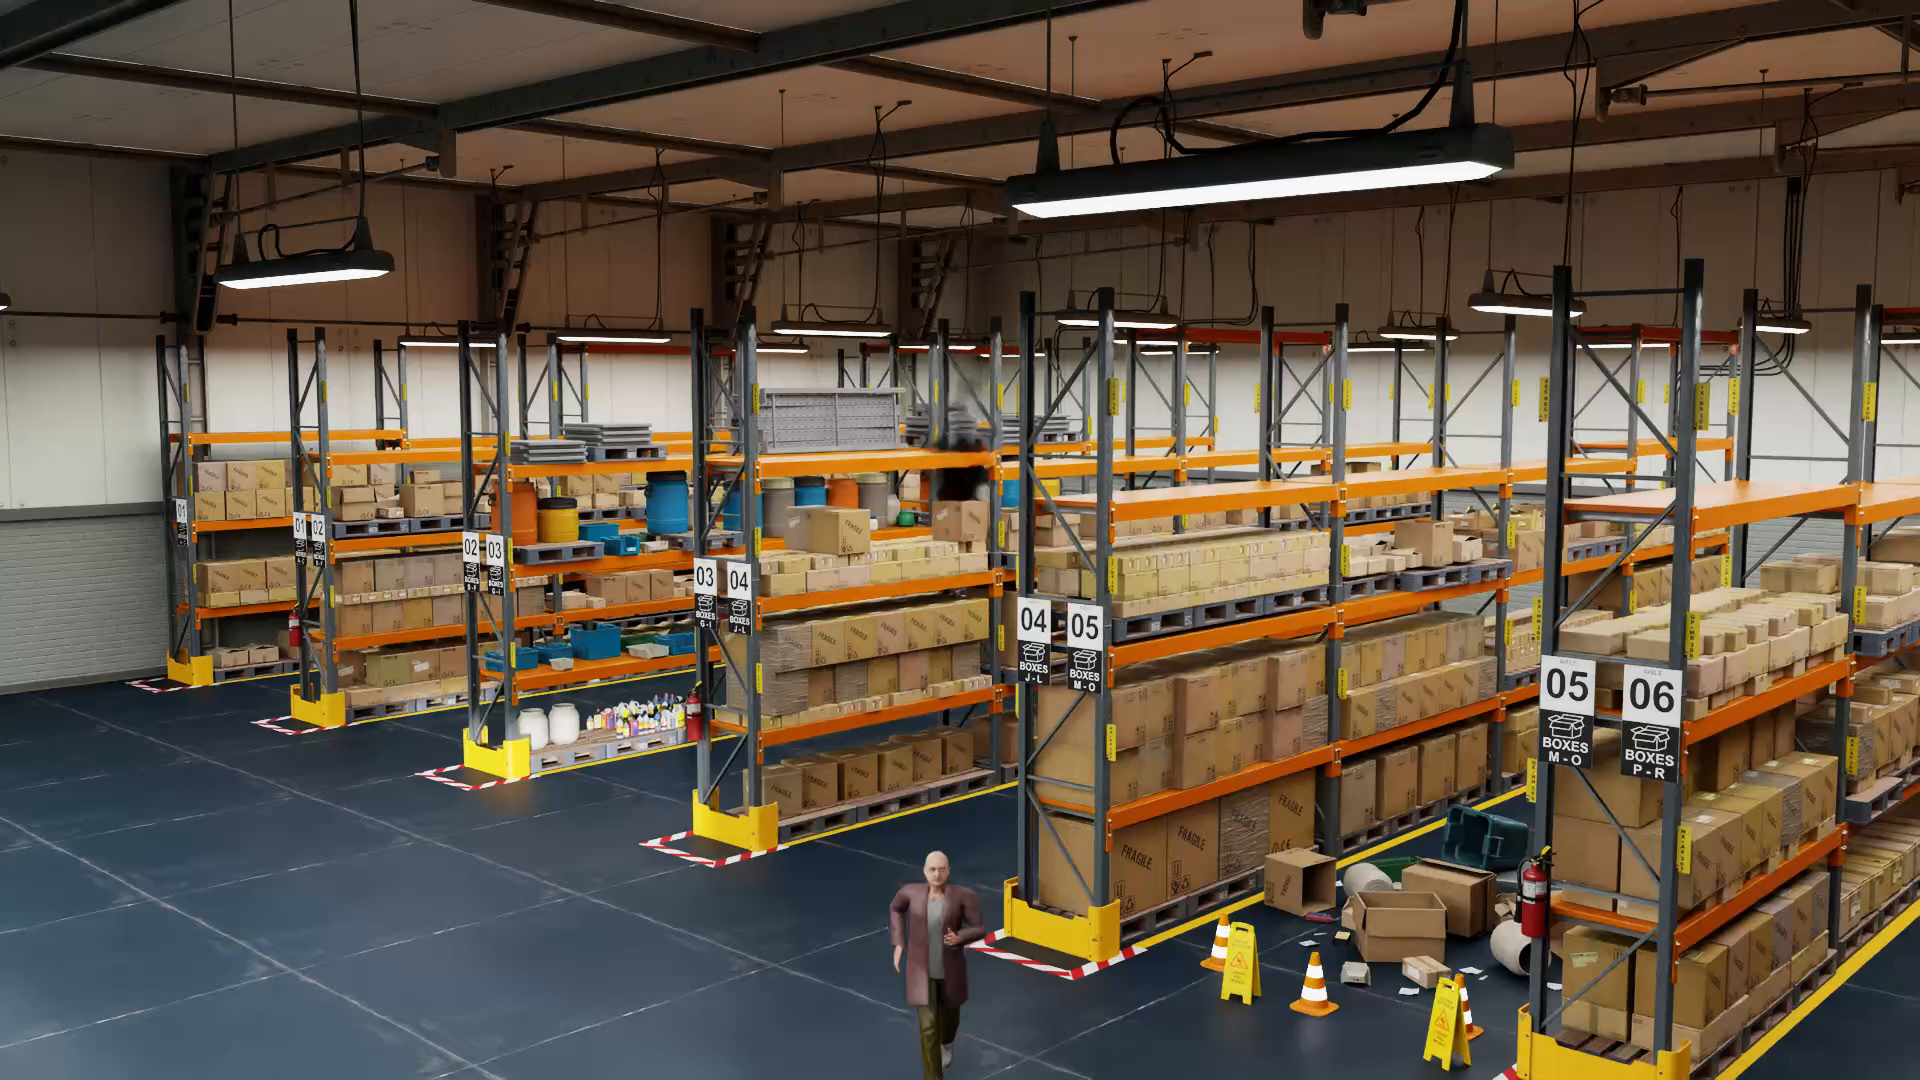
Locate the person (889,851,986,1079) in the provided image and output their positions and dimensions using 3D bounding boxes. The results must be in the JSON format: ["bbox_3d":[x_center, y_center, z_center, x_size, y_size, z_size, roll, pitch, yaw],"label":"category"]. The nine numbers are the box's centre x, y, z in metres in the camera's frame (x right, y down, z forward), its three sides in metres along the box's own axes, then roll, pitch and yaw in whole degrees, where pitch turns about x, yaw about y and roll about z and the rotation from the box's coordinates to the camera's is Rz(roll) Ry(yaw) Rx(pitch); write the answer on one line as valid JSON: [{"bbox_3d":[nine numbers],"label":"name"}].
[{"bbox_3d":[-0.164,3.117,12.087,0.704,1.761,1.049,0,5,-2],"label":"person"}]

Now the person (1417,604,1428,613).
[{"bbox_3d":[7.479,1.860,26.900,0.526,1.608,0.697,4,7,35],"label":"person"}]
